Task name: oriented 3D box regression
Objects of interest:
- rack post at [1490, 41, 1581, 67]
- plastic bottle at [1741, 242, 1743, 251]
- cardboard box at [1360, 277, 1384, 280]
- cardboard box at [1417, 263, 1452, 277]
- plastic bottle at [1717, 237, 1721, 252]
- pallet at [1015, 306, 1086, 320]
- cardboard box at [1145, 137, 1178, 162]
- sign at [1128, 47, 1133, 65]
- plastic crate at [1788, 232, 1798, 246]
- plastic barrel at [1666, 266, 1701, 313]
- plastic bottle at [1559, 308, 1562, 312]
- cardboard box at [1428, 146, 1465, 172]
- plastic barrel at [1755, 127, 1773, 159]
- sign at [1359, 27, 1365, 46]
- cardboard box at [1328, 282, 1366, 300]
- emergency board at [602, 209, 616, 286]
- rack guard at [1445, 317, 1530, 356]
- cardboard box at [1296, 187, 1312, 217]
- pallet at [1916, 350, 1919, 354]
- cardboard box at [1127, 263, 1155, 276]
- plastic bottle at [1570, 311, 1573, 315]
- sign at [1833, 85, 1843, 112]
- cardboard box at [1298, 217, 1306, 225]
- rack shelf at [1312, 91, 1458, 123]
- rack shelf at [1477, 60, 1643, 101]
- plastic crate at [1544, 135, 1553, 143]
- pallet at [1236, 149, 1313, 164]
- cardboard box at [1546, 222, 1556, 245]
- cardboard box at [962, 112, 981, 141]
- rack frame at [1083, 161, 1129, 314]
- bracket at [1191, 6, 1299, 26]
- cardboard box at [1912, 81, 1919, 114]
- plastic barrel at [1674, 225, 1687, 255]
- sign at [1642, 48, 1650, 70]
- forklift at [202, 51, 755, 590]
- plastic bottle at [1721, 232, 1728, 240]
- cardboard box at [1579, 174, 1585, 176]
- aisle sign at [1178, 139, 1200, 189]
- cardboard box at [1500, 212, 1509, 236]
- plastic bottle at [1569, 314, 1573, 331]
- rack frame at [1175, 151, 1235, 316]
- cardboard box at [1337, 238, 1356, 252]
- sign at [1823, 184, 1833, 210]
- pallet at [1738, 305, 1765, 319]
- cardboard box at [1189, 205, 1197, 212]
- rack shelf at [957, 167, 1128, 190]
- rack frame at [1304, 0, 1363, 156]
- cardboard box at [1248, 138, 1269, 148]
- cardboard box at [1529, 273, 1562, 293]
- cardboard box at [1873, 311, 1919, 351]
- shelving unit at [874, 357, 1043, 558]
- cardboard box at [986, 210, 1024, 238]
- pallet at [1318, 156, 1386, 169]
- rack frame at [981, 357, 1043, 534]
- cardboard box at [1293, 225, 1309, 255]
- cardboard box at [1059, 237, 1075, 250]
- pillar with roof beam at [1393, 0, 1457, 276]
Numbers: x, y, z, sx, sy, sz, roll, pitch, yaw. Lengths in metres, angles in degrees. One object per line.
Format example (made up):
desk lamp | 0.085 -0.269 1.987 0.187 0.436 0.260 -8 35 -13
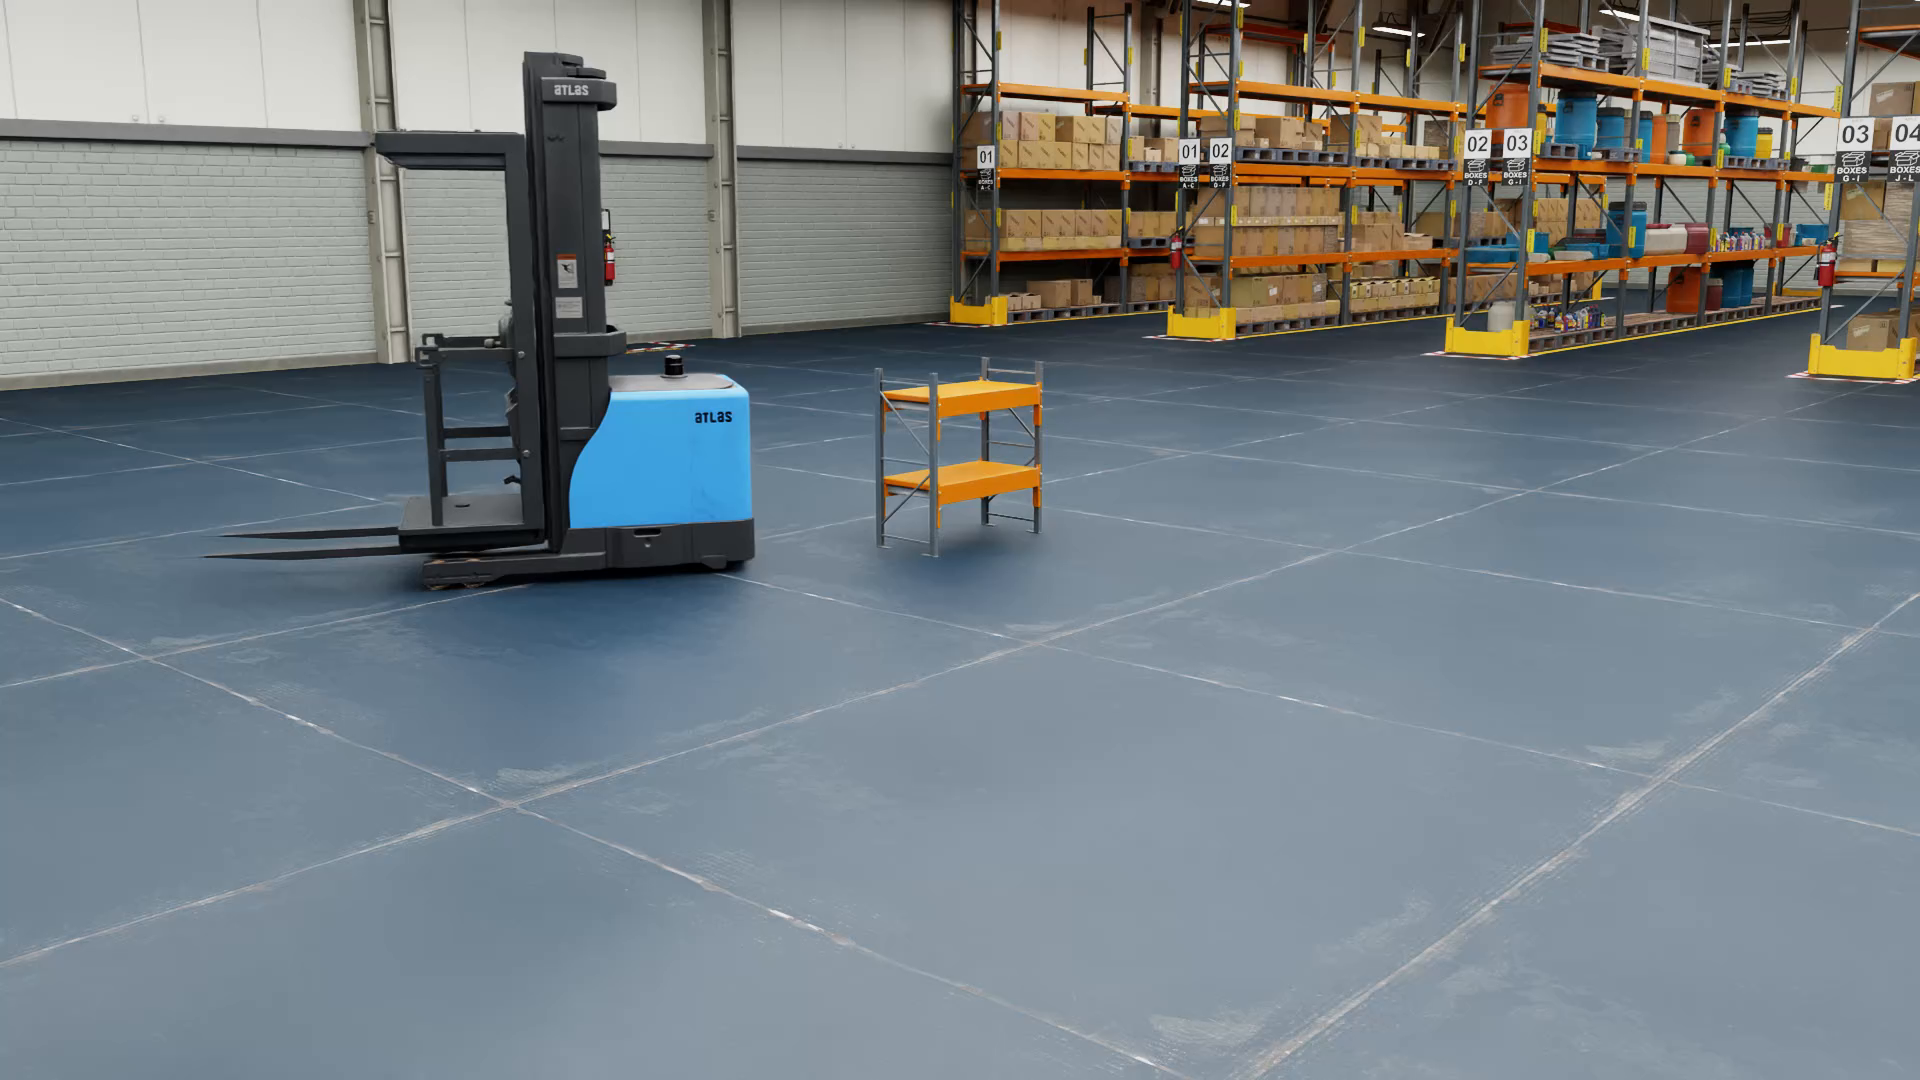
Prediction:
rack post | 8.326 -6.999 24.052 0.954 0.300 0.937 -10 15 -41
plastic bottle | 14.763 -5.573 31.462 0.097 0.201 0.097 0 11 0
cardboard box | 8.049 -4.965 32.429 0.500 0.311 0.500 9 15 39
cardboard box | 9.769 -5.560 34.232 0.500 0.250 0.500 11 15 42
plastic bottle | 13.846 -5.413 30.472 0.152 0.276 0.135 10 15 40
pallet | 1.708 -4.425 32.329 1.003 0.211 1.213 10 15 40
cardboard box | 4.165 -8.054 34.391 0.500 0.500 0.500 9 14 38
sign | 3.325 -9.442 32.424 0.100 0.325 0.005 10 15 40
plastic crate | 16.799 -6.145 33.967 0.437 0.282 0.530 10 15 40
plastic barrel | 13.322 -4.600 30.552 0.600 0.830 0.708 10 15 40
plastic bottle | 9.719 -3.624 27.010 0.061 0.283 0.133 10 15 40
cardboard box | 9.556 -7.614 33.258 0.910 0.500 0.500 10 15 40
plastic barrel | 15.202 -7.581 31.799 0.600 0.588 0.600 0 11 0
sign | 7.054 -8.839 29.200 0.100 0.325 0.005 10 15 40
cardboard box | 7.113 -4.598 30.588 0.500 0.311 0.500 10 15 41
emergency board | -5.519 -4.461 25.390 0.194 1.169 0.643 10 15 40
rack guard | 7.746 -2.999 24.448 1.175 0.500 0.348 10 15 40
cardboard box | 5.701 -5.908 29.063 0.700 0.500 0.500 10 15 40
pallet | 12.870 -2.504 22.709 1.003 0.211 1.213 10 15 40
cardboard box | 3.691 -5.610 34.484 0.500 0.250 0.500 9 15 39
plastic bottle | 9.632 -3.462 26.197 0.061 0.283 0.133 10 15 40
sign | 11.048 -5.547 20.904 0.100 0.325 0.005 10 15 40
cardboard box | 5.795 -5.549 28.925 0.380 0.149 0.250 10 15 42
rack shelf | 7.973 -8.124 31.267 1.077 0.370 4.000 10 15 40
rack shelf | 9.051 -6.894 25.112 1.077 0.370 4.000 10 15 40
plastic crate | 8.764 -5.990 25.424 0.392 0.384 0.575 10 15 40
pallet | 5.304 -6.557 28.447 1.003 0.211 1.213 10 15 40
cardboard box | 12.811 -6.778 36.733 0.500 0.500 0.500 10 15 41
cardboard box | 0.378 -7.605 30.613 0.500 0.500 0.500 11 15 43
rack frame | 2.930 -6.076 33.476 1.000 3.000 0.127 10 15 40
bracket | 6.304 -11.687 37.058 0.076 0.066 4.783 10 15 40
cardboard box | 12.635 -5.661 21.447 0.500 0.500 0.500 10 15 40
plastic barrel | 12.493 -5.260 29.102 0.421 0.512 0.421 0 11 0
sign | 10.778 -7.562 26.131 0.100 0.325 0.005 10 15 40
forklift | -2.788 -1.271 9.593 3.031 2.935 1.130 -3 12 -15
plastic bottle | 14.361 -5.609 31.260 0.144 0.351 0.185 10 15 40
cardboard box | 13.775 -8.342 37.545 0.500 0.250 0.500 10 15 40
aisle sign | 3.749 -6.151 27.213 0.394 0.787 0.004 10 15 40
cardboard box | 11.453 -6.828 35.910 0.700 0.500 0.500 4 12 21
plastic bottle | 9.454 -3.376 25.800 0.097 0.271 0.097 0 11 0
rack frame | 4.013 -4.848 27.326 1.000 3.000 0.127 10 15 40
cardboard box | 6.945 -5.441 30.678 0.500 0.250 0.500 11 16 44
sign | 11.048 -4.364 21.140 0.100 0.325 0.005 10 15 40
pallet | 15.112 -4.497 32.688 1.003 0.211 1.213 10 15 40
cardboard box | 5.164 -7.144 35.786 0.380 0.149 0.250 7 13 31
rack shelf | 1.610 -6.900 31.779 1.077 0.370 4.000 10 15 40
rack frame | 6.653 -8.378 29.684 1.000 3.000 0.127 10 15 40
cardboard box | 4.922 -6.621 27.754 0.380 0.149 0.250 10 15 40
cardboard box | 13.170 -5.882 37.754 0.797 0.503 0.637 10 15 40
cardboard box | 12.673 -2.819 22.474 0.500 0.500 0.500 -10 15 -42
shelving unit | 0.004 -0.553 10.606 0.538 1.125 1.048 10 15 40
cardboard box | 0.830 -5.823 30.626 0.500 0.500 0.500 10 15 40
pallet | 7.226 -6.945 30.655 0.805 0.209 1.217 9 14 38
rack frame | 0.340 -0.627 10.980 0.500 1.125 0.032 10 15 40
cardboard box | 5.688 -5.268 29.172 0.700 0.500 0.500 10 15 41
cardboard box | 1.858 -5.681 31.830 0.500 0.250 0.500 10 15 41
pillar with roof beam | 15.217 -10.736 41.490 9.100 9.000 0.548 10 15 40
